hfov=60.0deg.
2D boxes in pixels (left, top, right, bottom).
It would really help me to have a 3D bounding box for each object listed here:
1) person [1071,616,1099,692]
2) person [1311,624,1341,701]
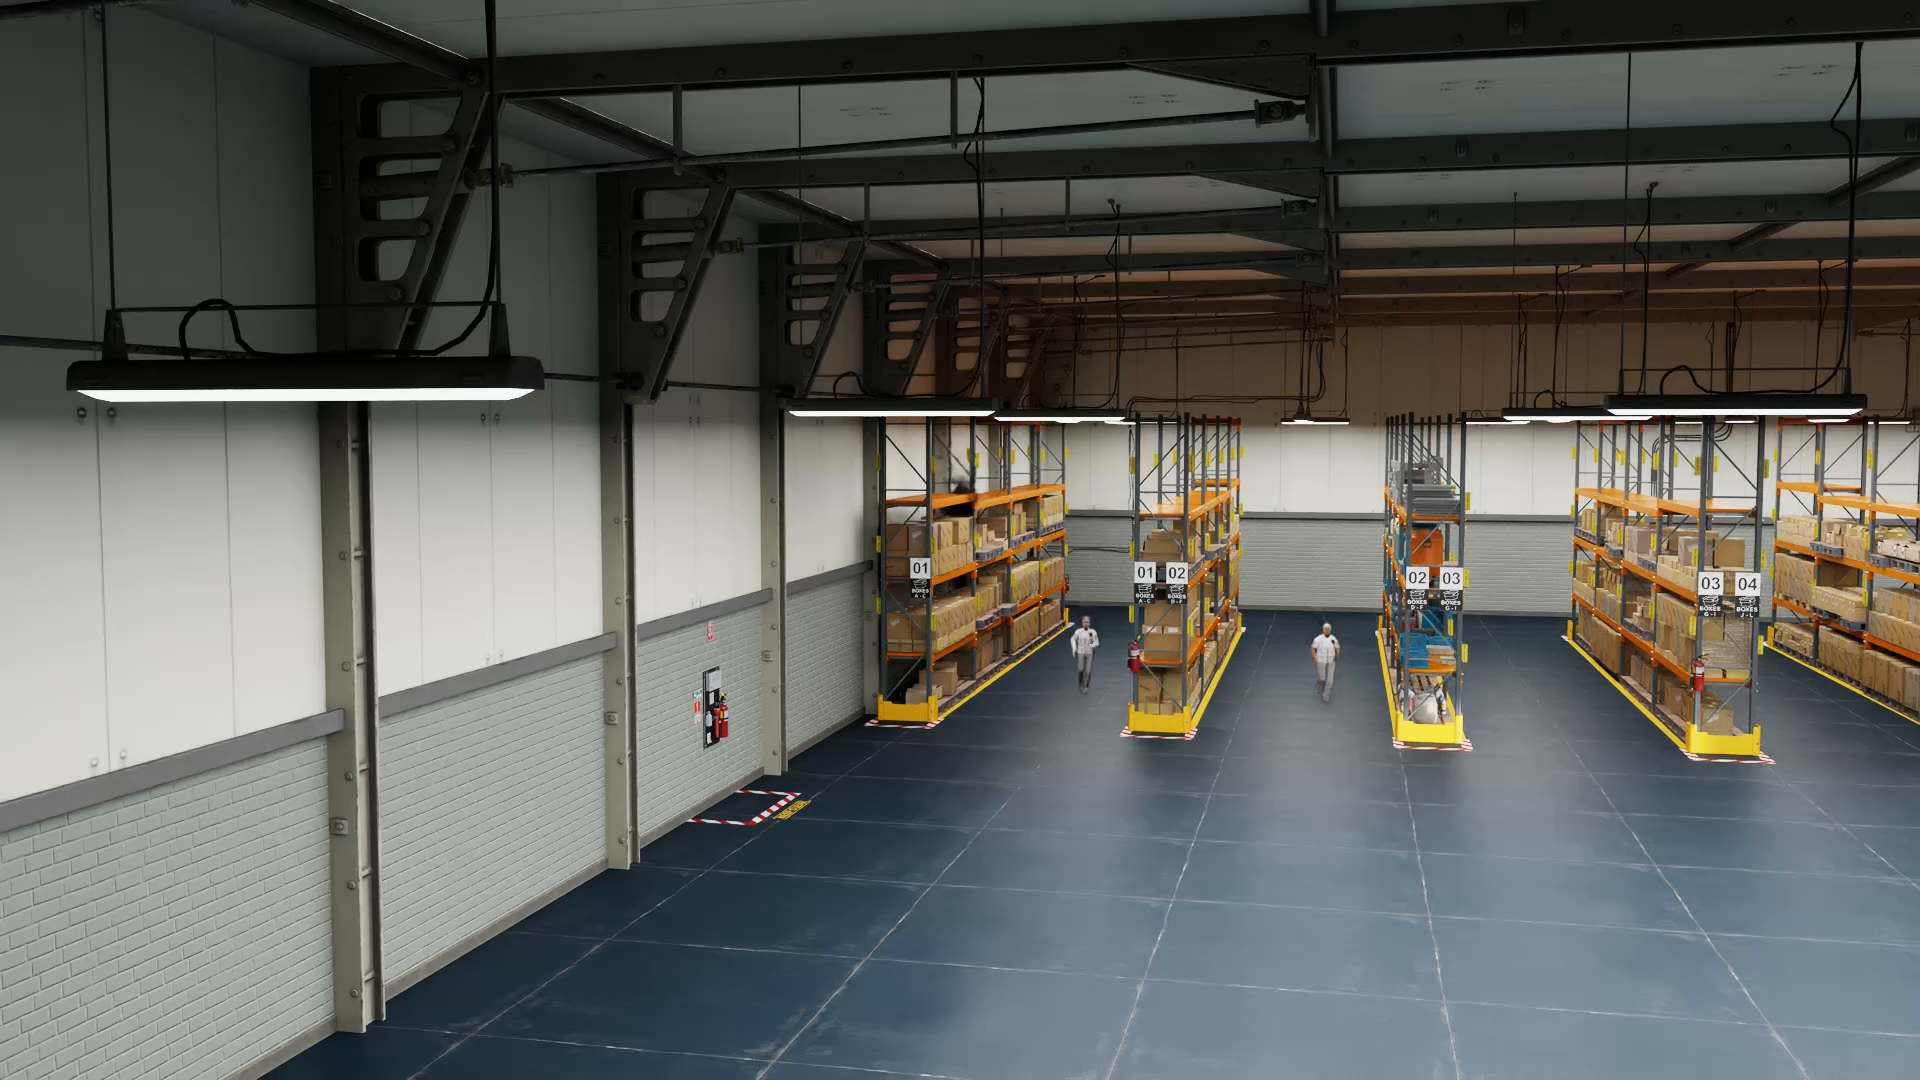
[{"bbox_3d":[2.689,2.459,35.735,0.593,1.660,0.624,0,4,3],"label":"person"},{"bbox_3d":[7.674,2.560,34.840,0.607,1.614,0.551,0,4,2],"label":"person"}]
